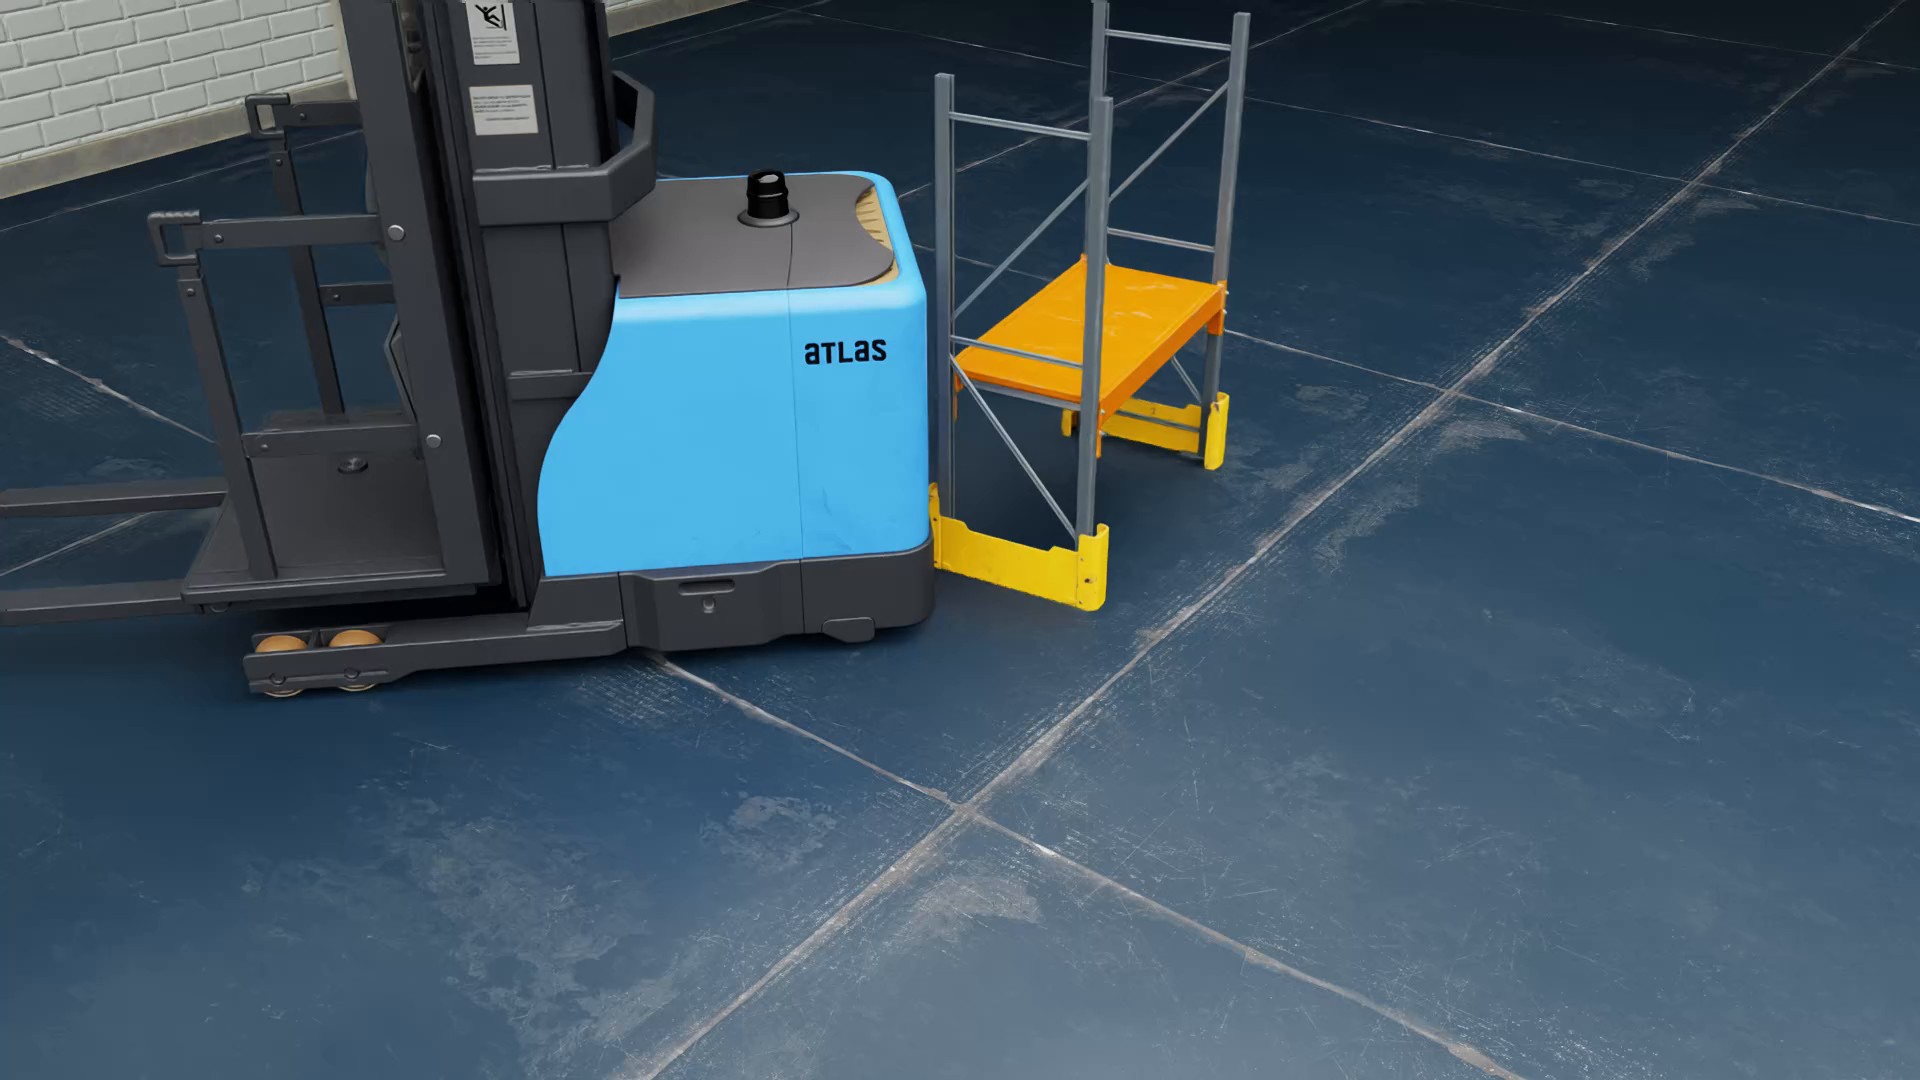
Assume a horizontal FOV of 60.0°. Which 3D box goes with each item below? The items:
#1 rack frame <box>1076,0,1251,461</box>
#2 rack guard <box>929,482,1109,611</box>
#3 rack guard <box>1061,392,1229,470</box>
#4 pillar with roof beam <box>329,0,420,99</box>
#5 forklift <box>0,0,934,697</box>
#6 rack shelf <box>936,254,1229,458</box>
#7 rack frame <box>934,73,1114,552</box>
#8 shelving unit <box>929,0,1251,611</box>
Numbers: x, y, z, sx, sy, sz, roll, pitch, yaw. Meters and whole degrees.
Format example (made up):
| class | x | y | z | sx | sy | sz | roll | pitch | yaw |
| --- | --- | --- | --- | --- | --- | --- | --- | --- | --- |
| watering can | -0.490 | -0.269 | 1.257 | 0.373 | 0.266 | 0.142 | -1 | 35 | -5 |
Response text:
| class | x | y | z | sx | sy | sz | roll | pitch | yaw |
| --- | --- | --- | --- | --- | --- | --- | --- | --- | --- |
| rack frame | 0.640 | -0.978 | 5.429 | 0.500 | 1.500 | 0.032 | 15 | 34 | 24 |
| rack guard | 0.160 | 0.016 | 4.978 | 0.587 | 0.250 | 0.087 | 15 | 34 | 24 |
| rack guard | 0.630 | -0.432 | 5.733 | 0.587 | 0.250 | 0.087 | 15 | 34 | 24 |
| pillar with roof beam | 0.213 | -5.042 | 4.930 | 9.100 | 9.000 | 0.400 | 21 | 37 | 31 |
| forklift | -1.633 | -1.121 | 4.267 | 3.031 | 2.935 | 1.130 | -4 | 31 | -7 |
| rack shelf | 0.400 | -0.595 | 5.135 | 0.538 | 0.185 | 1.000 | 15 | 34 | 24 |
| rack frame | 0.160 | -0.521 | 4.658 | 0.500 | 1.500 | 0.032 | 15 | 34 | 24 |
| shelving unit | 0.395 | -0.746 | 5.037 | 0.587 | 1.500 | 1.083 | 15 | 34 | 24 |
